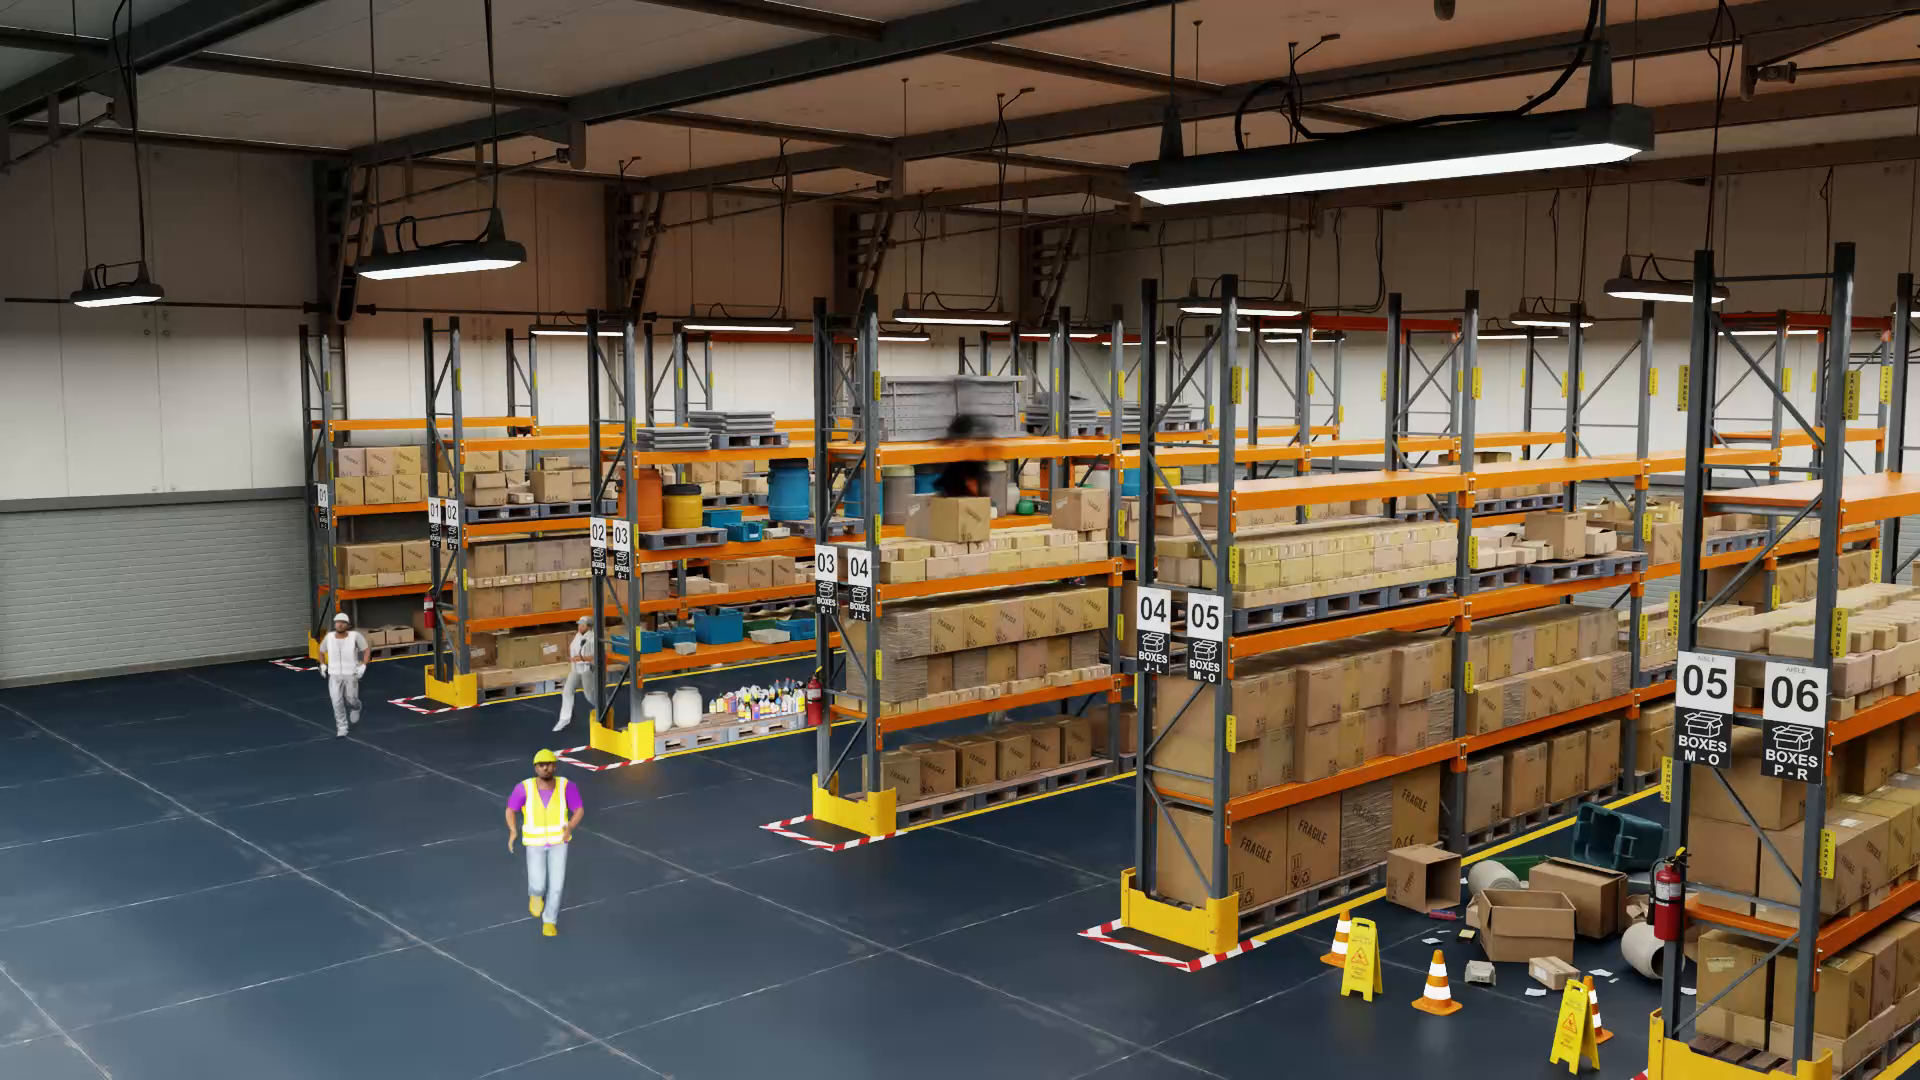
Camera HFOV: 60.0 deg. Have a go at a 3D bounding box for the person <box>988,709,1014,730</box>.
[{"bbox_3d":[0.552,2.065,22.601,0.605,1.643,0.548,5,8,43],"label":"person"}]

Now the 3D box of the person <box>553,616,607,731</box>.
[{"bbox_3d":[-5.402,1.917,24.138,0.630,1.674,0.889,4,7,37],"label":"person"}]

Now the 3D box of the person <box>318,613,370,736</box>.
[{"bbox_3d":[-8.799,1.898,23.769,0.720,1.740,0.701,-1,6,-10],"label":"person"}]

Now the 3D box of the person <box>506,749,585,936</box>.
[{"bbox_3d":[-3.800,2.772,15.280,0.703,1.717,0.583,-2,6,-16],"label":"person"}]
